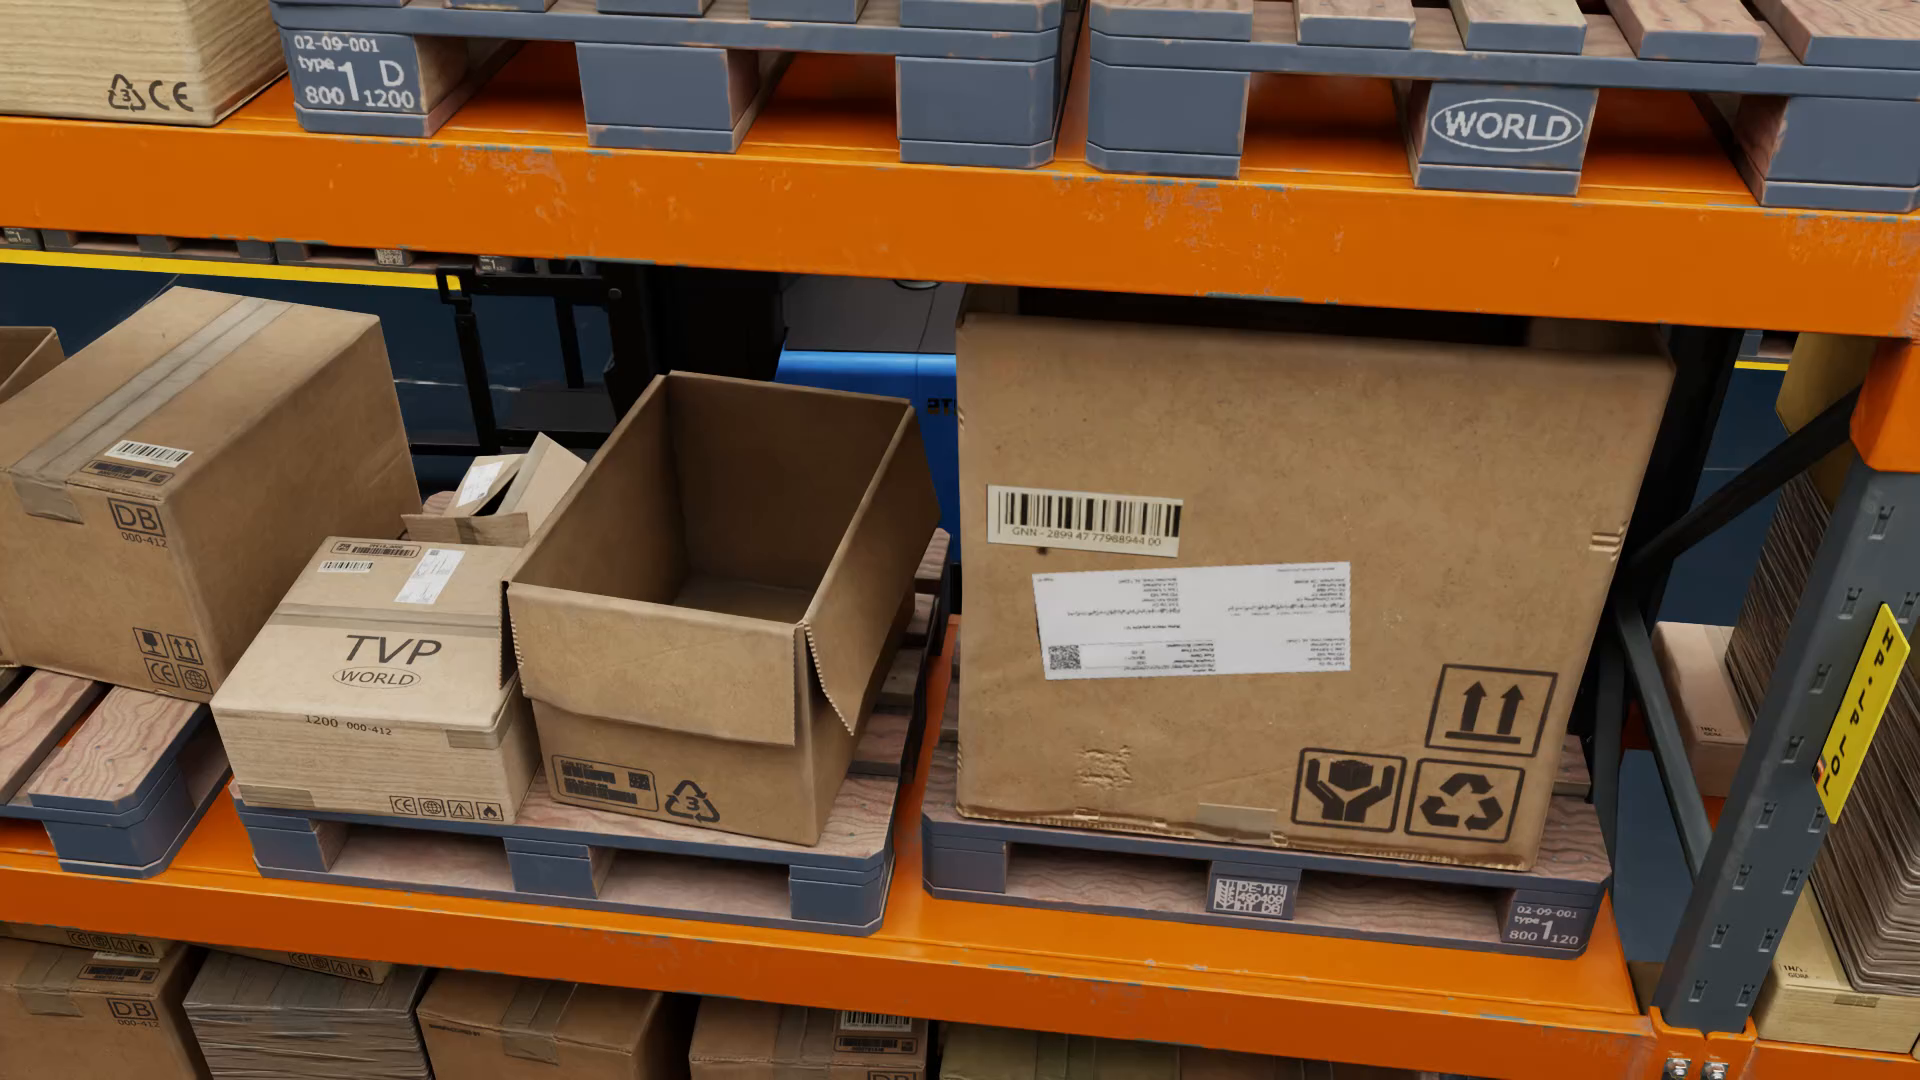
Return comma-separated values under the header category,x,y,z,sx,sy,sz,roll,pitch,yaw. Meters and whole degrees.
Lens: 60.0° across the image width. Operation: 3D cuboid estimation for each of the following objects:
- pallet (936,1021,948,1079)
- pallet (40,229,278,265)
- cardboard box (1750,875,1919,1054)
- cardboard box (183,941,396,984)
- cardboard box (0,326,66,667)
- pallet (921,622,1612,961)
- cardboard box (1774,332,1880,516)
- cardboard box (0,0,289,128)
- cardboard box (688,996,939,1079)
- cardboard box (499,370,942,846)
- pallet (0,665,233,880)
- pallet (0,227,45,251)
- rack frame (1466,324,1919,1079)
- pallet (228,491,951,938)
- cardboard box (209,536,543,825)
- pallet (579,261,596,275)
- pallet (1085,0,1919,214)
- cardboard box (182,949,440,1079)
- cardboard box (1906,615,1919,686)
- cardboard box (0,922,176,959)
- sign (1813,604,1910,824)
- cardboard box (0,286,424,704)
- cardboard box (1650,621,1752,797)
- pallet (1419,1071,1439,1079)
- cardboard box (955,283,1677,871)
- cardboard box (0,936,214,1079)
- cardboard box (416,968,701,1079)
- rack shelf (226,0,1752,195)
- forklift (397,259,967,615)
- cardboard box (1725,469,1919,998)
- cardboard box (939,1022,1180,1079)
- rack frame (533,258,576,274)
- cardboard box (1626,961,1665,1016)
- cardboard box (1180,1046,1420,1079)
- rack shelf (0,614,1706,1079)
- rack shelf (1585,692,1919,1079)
category,x,y,z,sx,sy,sz,roll,pitch,yaw
pallet,-0.662,1.387,4.124,1.213,0.211,1.003,4,36,6
pallet,-3.893,-1.764,8.540,1.213,0.211,1.003,4,36,6
cardboard box,1.499,0.689,2.918,0.250,0.149,0.380,4,36,6
cardboard box,-1.448,0.701,3.814,0.500,0.250,0.500,8,36,11
cardboard box,-2.103,-0.093,3.350,0.500,0.500,0.500,0,36,0
pallet,0.584,0.336,3.363,1.213,0.211,1.003,4,36,6
cardboard box,1.805,-0.296,2.880,0.500,0.500,0.500,4,36,6
cardboard box,-1.190,-0.806,2.344,0.500,0.250,0.500,5,36,7
cardboard box,-0.308,1.091,3.912,0.500,0.500,0.700,1,36,2
cardboard box,-0.407,0.110,3.063,0.637,0.503,0.797,8,36,11
pallet,-1.923,0.171,3.593,1.003,0.211,1.213,4,36,6
pallet,-5.107,-1.853,8.664,1.213,0.211,1.003,4,36,6
rack frame,1.324,0.398,3.110,0.127,3.000,1.000,4,36,6
pallet,-0.675,0.303,3.409,1.213,0.211,1.003,4,36,6
cardboard box,-1.011,0.249,3.087,0.500,0.250,0.500,3,36,5
pallet,-1.139,-1.512,8.186,1.213,0.211,1.003,4,36,6
pallet,0.725,-0.854,2.444,1.003,0.211,1.213,4,36,6
cardboard box,-1.425,1.012,4.023,0.500,0.500,0.700,1,36,2
cardboard box,1.738,0.009,2.453,0.500,0.500,0.500,4,36,6
cardboard box,-1.975,0.667,3.860,0.500,0.250,0.500,6,36,8
sign,1.257,0.247,2.326,0.005,0.325,0.100,4,36,6
cardboard box,-1.537,-0.109,3.373,0.500,0.500,0.700,9,37,13
cardboard box,1.574,0.347,3.398,0.250,0.149,0.380,4,36,6
pallet,0.551,1.476,4.000,1.213,0.211,1.003,4,36,6
cardboard box,0.554,-0.157,3.009,1.000,1.000,1.000,4,36,6
cardboard box,-1.977,0.978,4.070,0.500,0.500,0.700,2,36,3
cardboard box,-0.862,1.050,3.970,0.500,0.500,0.700,7,36,10
rack shelf,-0.660,-0.787,2.578,3.809,0.052,0.919,4,36,6
forklift,-2.140,0.804,2.601,4.443,2.935,8.118,2,36,2
cardboard box,1.762,0.305,2.898,0.500,0.500,0.875,4,36,6
cardboard box,0.247,1.132,3.854,0.500,0.500,0.700,4,36,6
rack frame,-1.912,-2.748,7.519,0.127,3.000,1.000,4,36,6
cardboard box,1.715,1.297,3.641,0.500,0.500,0.500,3,36,5
cardboard box,0.717,1.178,3.790,0.500,0.500,0.700,2,36,2
rack shelf,-0.660,0.543,3.527,4.000,0.370,1.077,4,36,6
rack shelf,3.307,0.839,3.112,4.000,0.370,1.077,4,36,6
